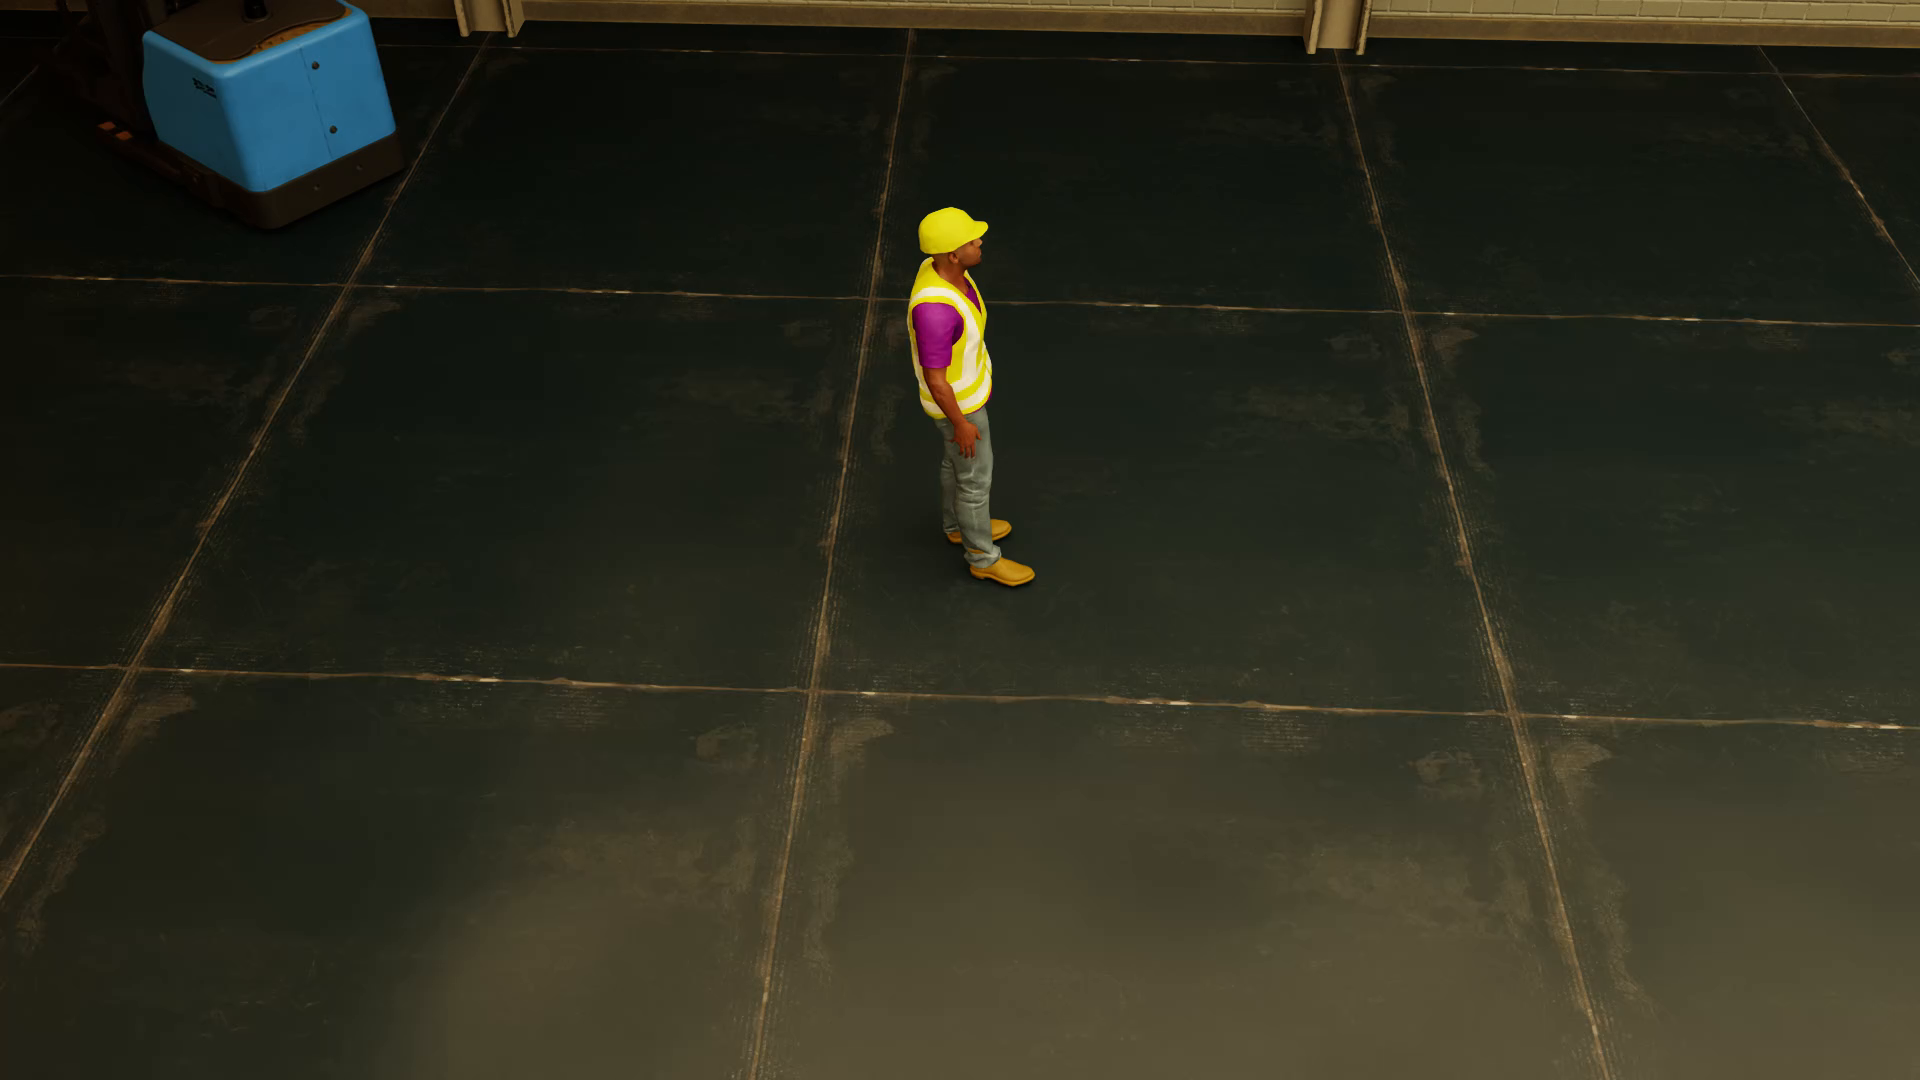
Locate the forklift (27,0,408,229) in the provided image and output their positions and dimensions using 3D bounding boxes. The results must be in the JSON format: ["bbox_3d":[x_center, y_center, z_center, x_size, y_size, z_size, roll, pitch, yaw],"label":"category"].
[{"bbox_3d":[-4.908,-3.754,9.855,3.031,2.935,1.130,29,50,28],"label":"forklift"}]

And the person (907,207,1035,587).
[{"bbox_3d":[0.069,-0.651,7.309,0.577,1.765,0.665,2,42,2],"label":"person"}]
